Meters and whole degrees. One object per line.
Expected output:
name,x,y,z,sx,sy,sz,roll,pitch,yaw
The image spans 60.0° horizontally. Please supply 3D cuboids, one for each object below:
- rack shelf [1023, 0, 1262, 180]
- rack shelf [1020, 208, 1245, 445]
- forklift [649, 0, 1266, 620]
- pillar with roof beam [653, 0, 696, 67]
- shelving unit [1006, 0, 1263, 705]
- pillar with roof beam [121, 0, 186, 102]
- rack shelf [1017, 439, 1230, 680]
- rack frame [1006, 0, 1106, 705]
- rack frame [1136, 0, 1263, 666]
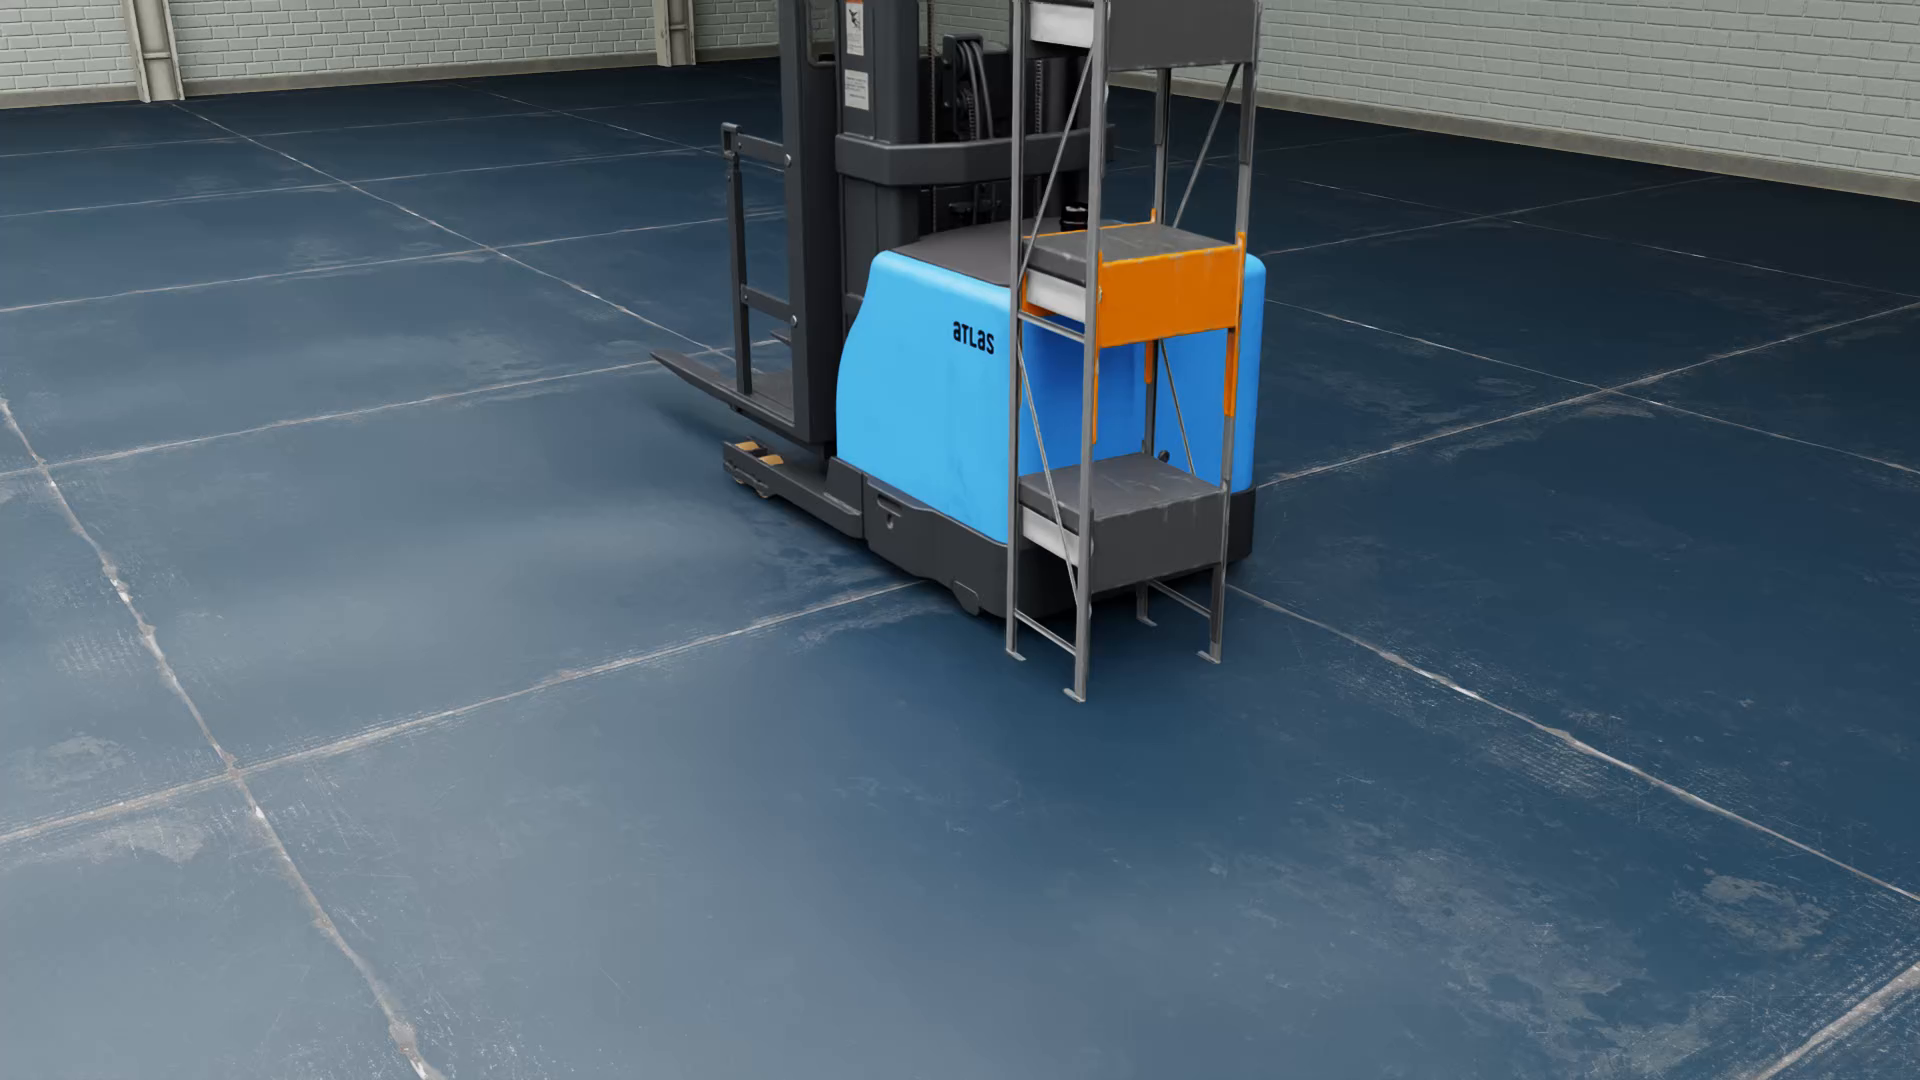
rack shelf,0.458,-1.256,4.359,0.480,0.518,0.431,-12,25,-28
rack shelf,0.458,-0.606,4.618,0.480,0.518,0.431,-12,25,-28
forklift,-0.259,-1.607,5.968,1.130,2.935,3.031,-14,26,-32
pillar with roof beam,-1.031,-8.829,15.881,0.400,9.000,9.100,-15,26,-33
shelving unit,0.458,-0.619,4.613,0.503,2.100,0.431,-12,25,-28
pillar with roof beam,-5.902,-7.531,12.626,0.400,9.000,9.100,-15,26,-33
rack shelf,0.458,0.044,4.878,0.480,0.518,0.431,-12,25,-28
rack frame,0.248,-0.572,4.498,0.015,2.100,0.400,-12,25,-28
rack frame,0.668,-0.665,4.729,0.015,2.100,0.400,-12,25,-28
